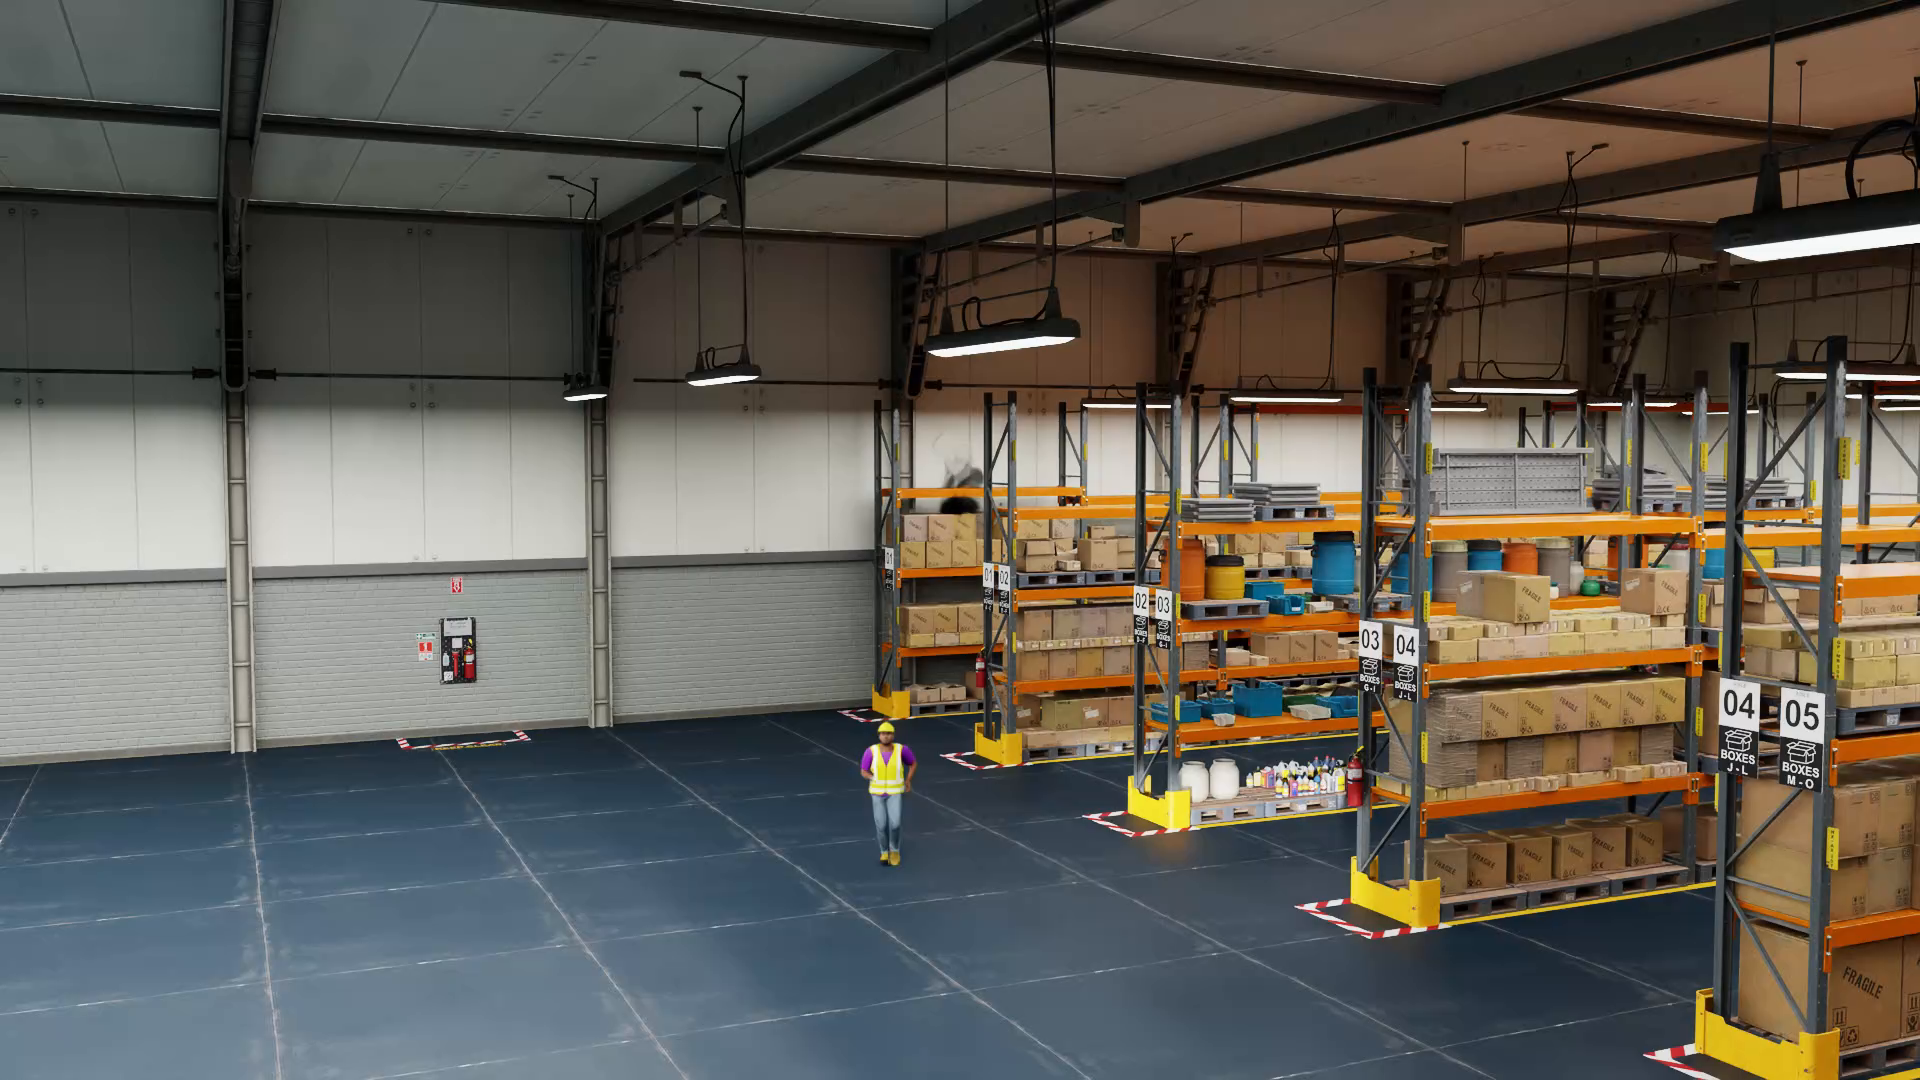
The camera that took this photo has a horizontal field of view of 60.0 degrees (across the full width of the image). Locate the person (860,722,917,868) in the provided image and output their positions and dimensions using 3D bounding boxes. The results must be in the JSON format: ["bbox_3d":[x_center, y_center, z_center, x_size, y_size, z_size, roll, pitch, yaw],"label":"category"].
[{"bbox_3d":[-0.884,3.112,20.255,0.677,1.771,0.649,0,3,3],"label":"person"}]

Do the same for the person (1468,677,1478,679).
[{"bbox_3d":[8.745,2.673,28.222,0.728,1.754,0.560,-2,4,-28],"label":"person"}]
